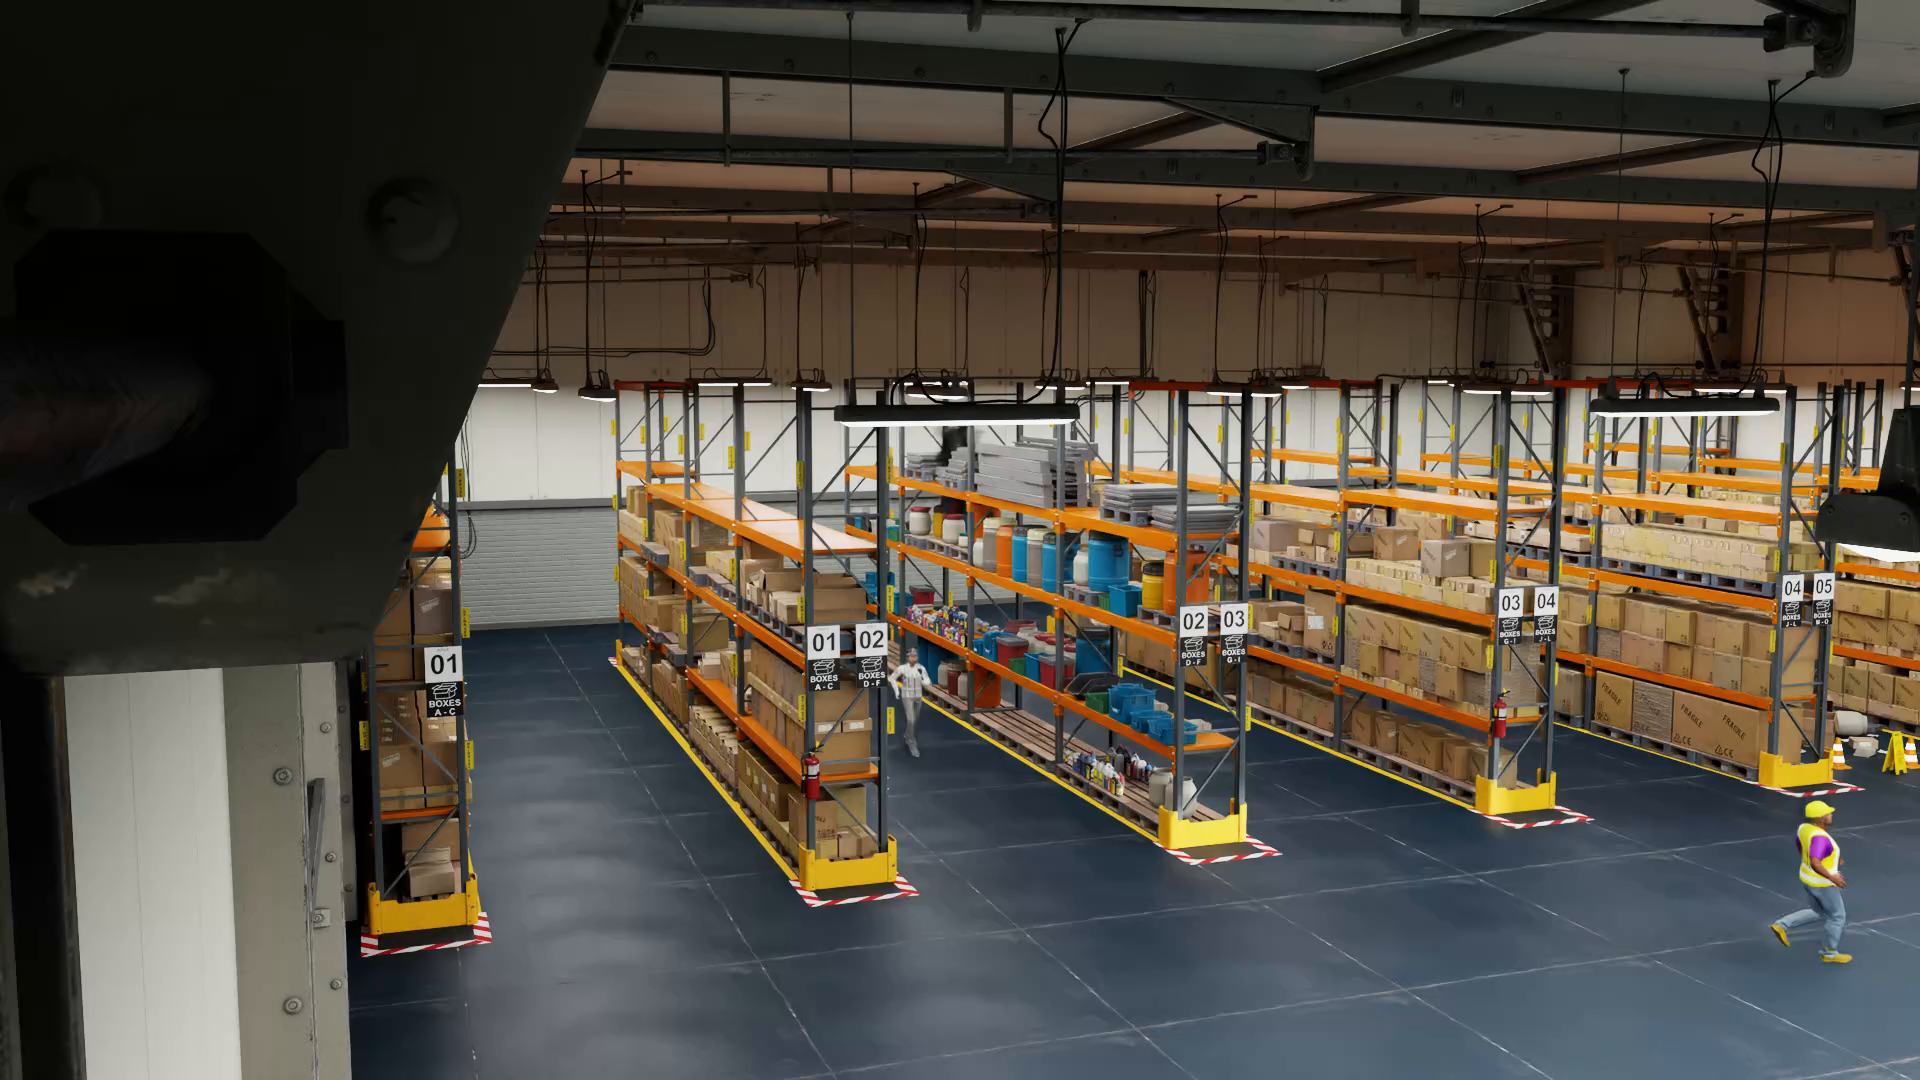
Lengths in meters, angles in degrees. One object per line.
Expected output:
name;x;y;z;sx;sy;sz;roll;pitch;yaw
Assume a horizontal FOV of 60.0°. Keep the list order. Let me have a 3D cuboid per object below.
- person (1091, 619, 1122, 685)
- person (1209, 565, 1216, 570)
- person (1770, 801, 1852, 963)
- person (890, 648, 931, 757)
person;2.762;1.879;31.018;0.700;1.783;0.887;-3;7;-30
person;5.770;1.403;39.104;0.698;1.686;0.741;-1;6;-13
person;9.063;3.615;17.608;0.795;1.730;0.712;1;6;7
person;-0.787;2.603;27.164;0.596;1.728;0.850;-3;7;-25
